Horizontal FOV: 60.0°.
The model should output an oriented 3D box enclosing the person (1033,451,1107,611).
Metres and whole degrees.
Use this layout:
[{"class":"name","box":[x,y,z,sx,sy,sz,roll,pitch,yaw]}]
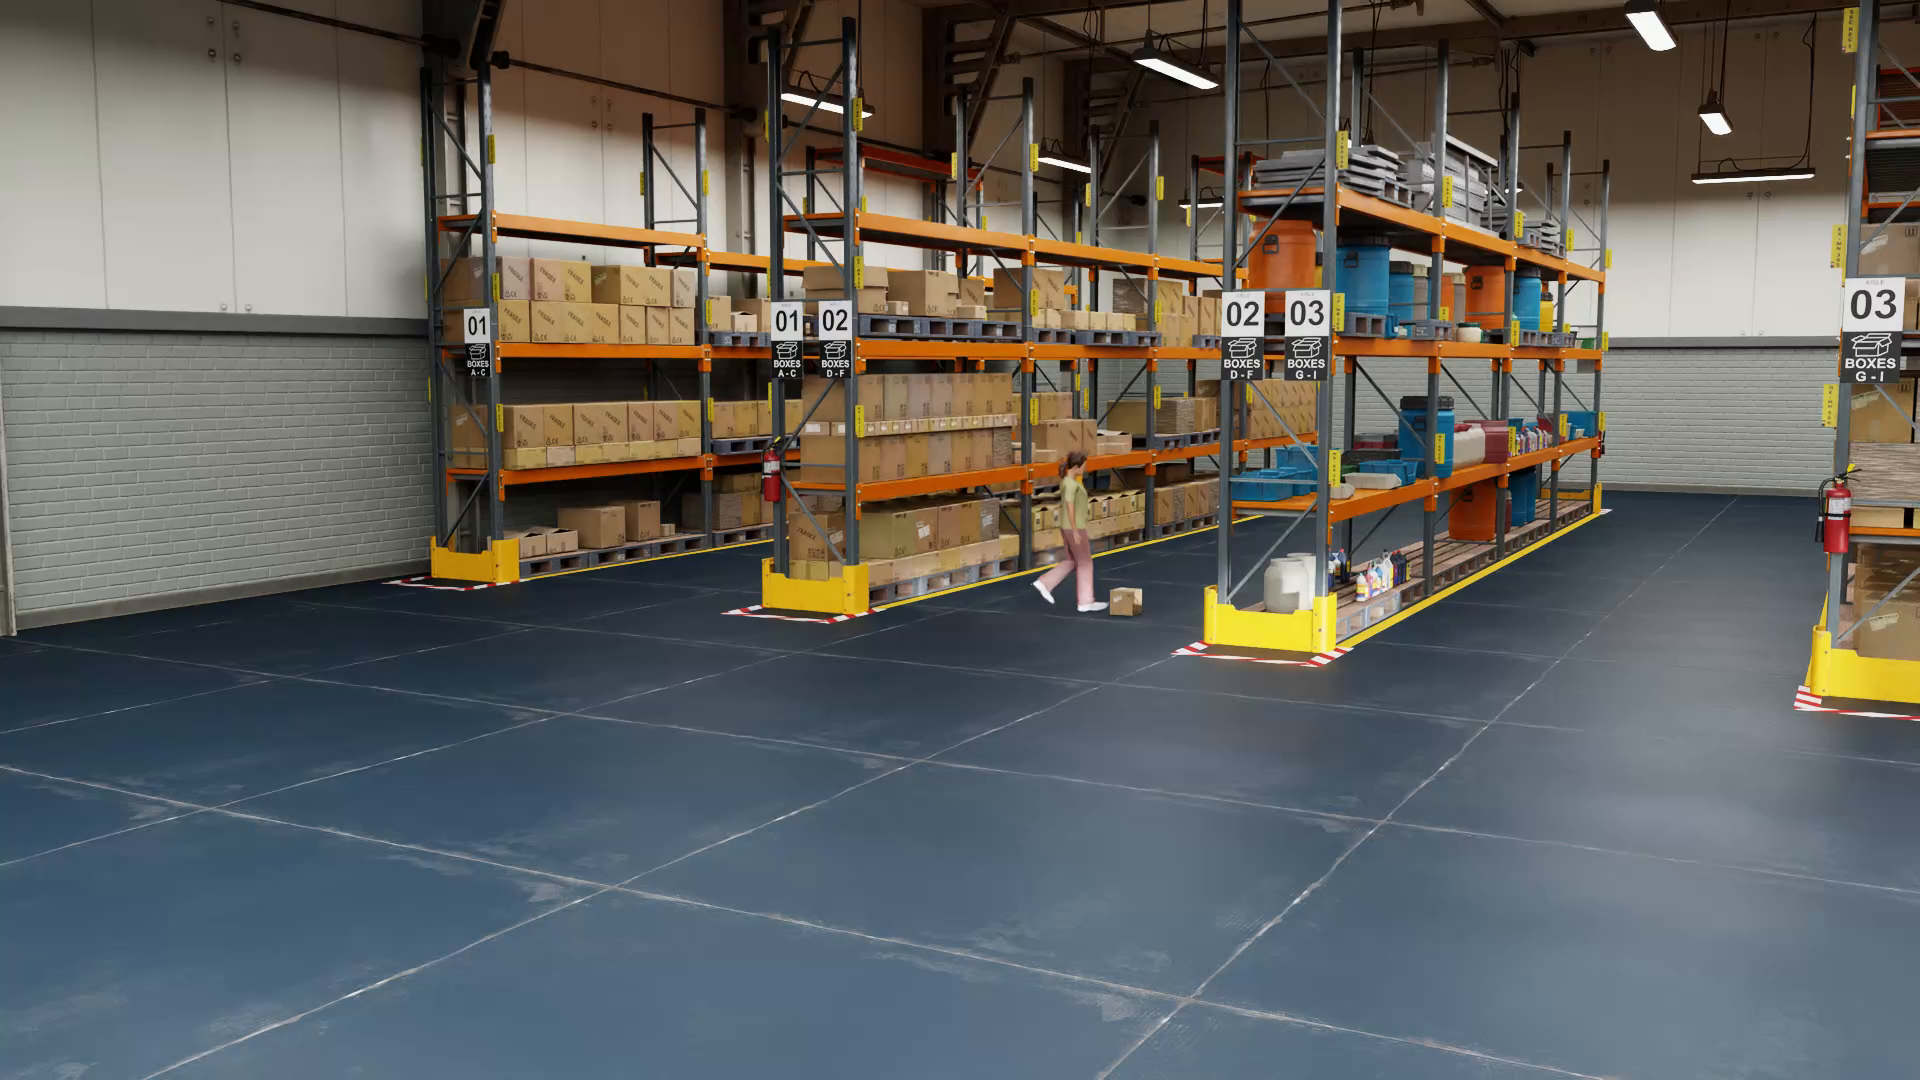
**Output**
[{"class":"person","box":[1.141,-0.095,17.154,0.755,1.661,0.467,-1,6,-6]}]
